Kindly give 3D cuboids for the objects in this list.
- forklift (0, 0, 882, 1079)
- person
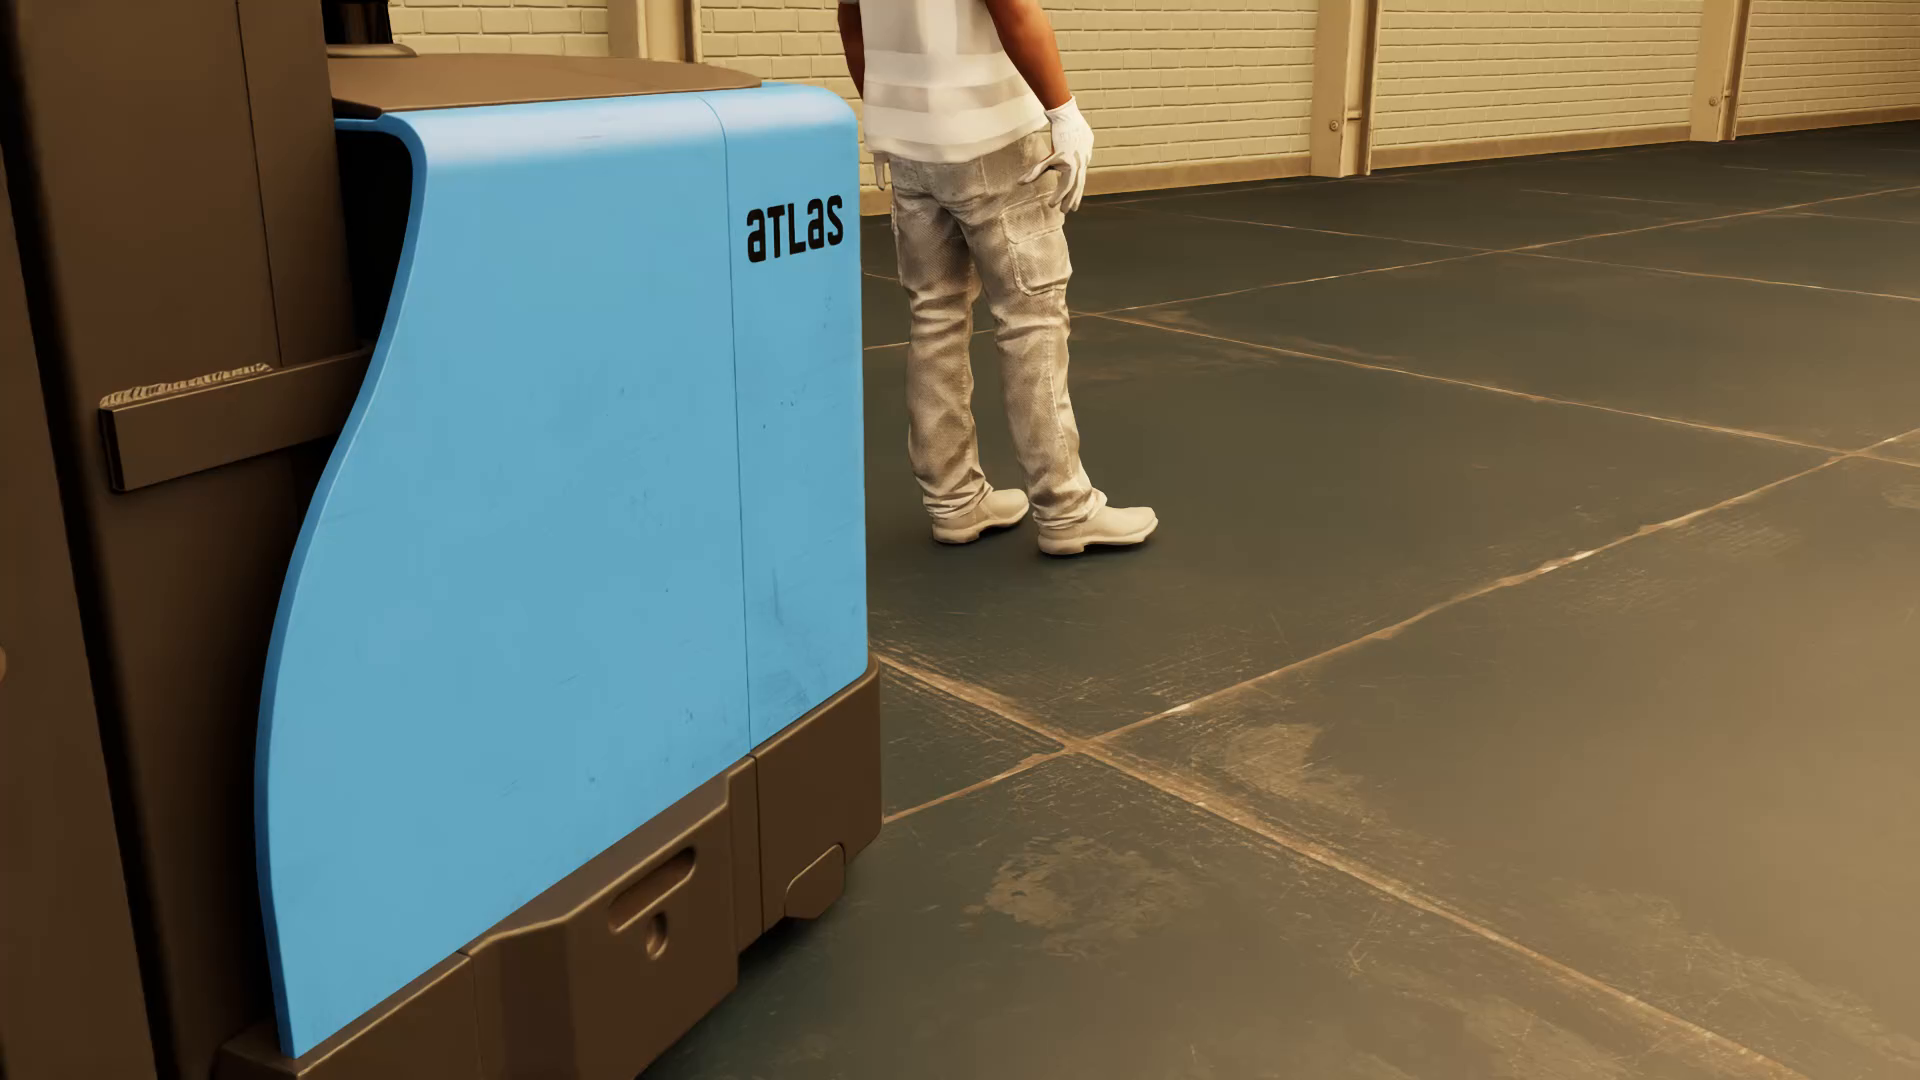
[{"bbox_3d":[-1.221,-0.610,0.889,1.130,2.935,3.031,9,19,25],"label":"forklift"},{"bbox_3d":[0.060,-0.870,3.620,0.575,1.784,0.656,-14,22,-38],"label":"person"}]
